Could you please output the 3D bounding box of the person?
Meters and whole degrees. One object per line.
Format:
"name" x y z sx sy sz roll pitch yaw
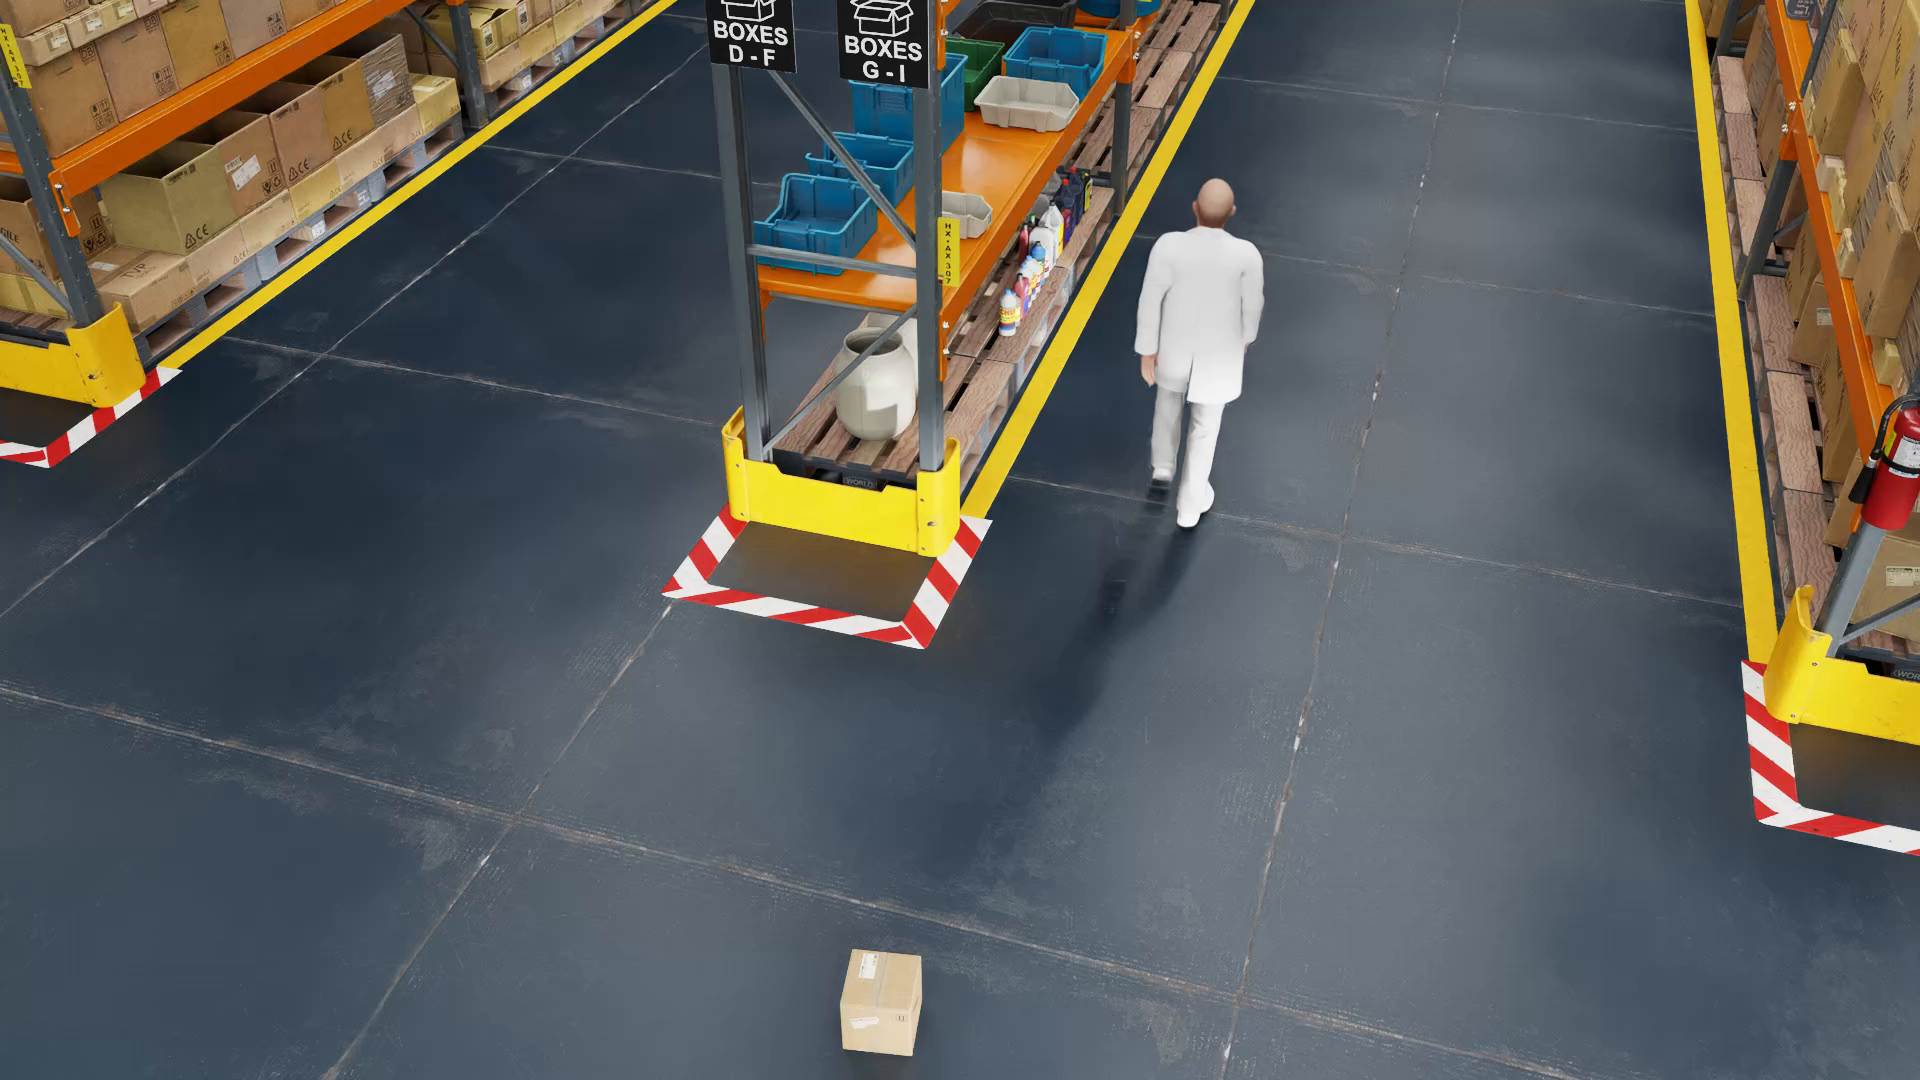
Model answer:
"person" 1.159 -0.901 8.139 0.578 1.847 0.590 10 38 14
